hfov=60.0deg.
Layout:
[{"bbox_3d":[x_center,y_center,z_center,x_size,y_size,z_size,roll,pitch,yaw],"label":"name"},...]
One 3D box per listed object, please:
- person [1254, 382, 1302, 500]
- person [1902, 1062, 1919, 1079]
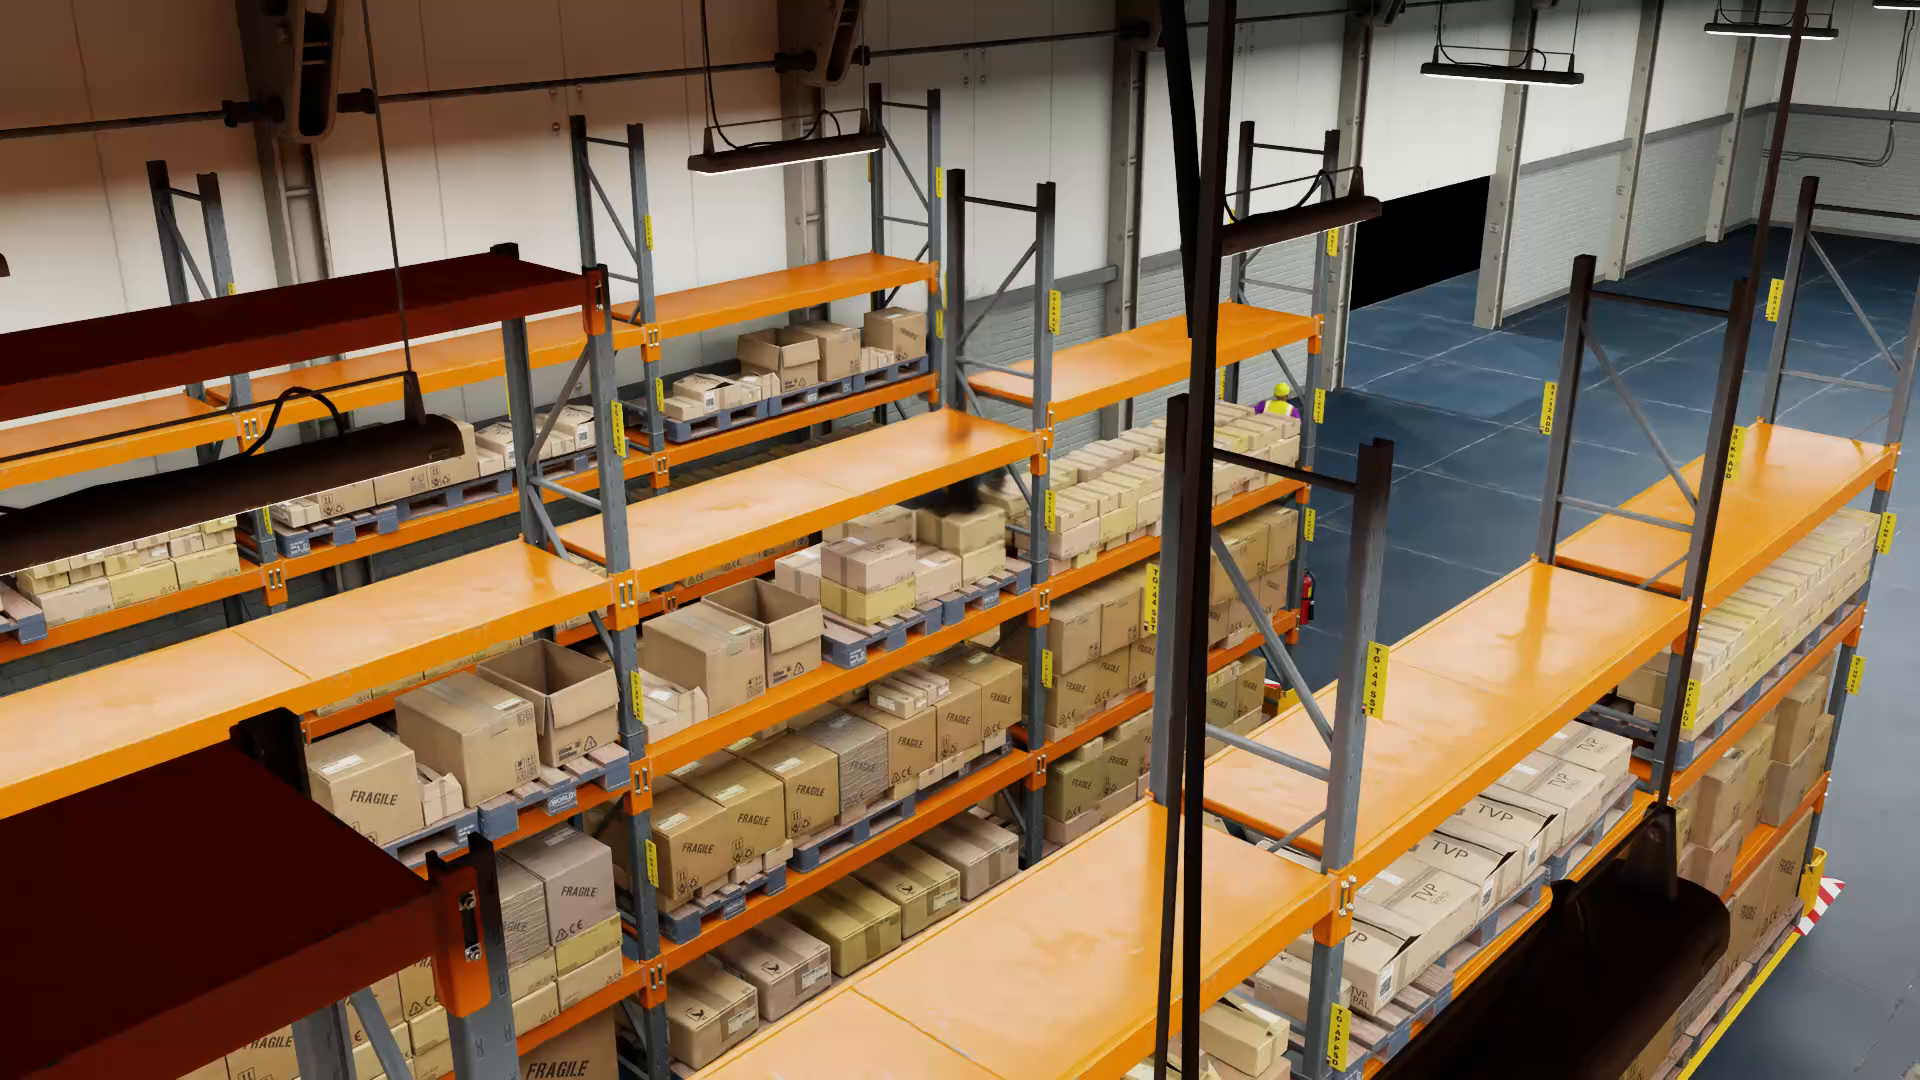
[{"bbox_3d":[4.323,-1.264,22.859,0.729,1.802,0.958,12,24,29],"label":"person"},{"bbox_3d":[5.941,3.708,10.038,0.620,1.803,0.706,16,26,36],"label":"person"}]
